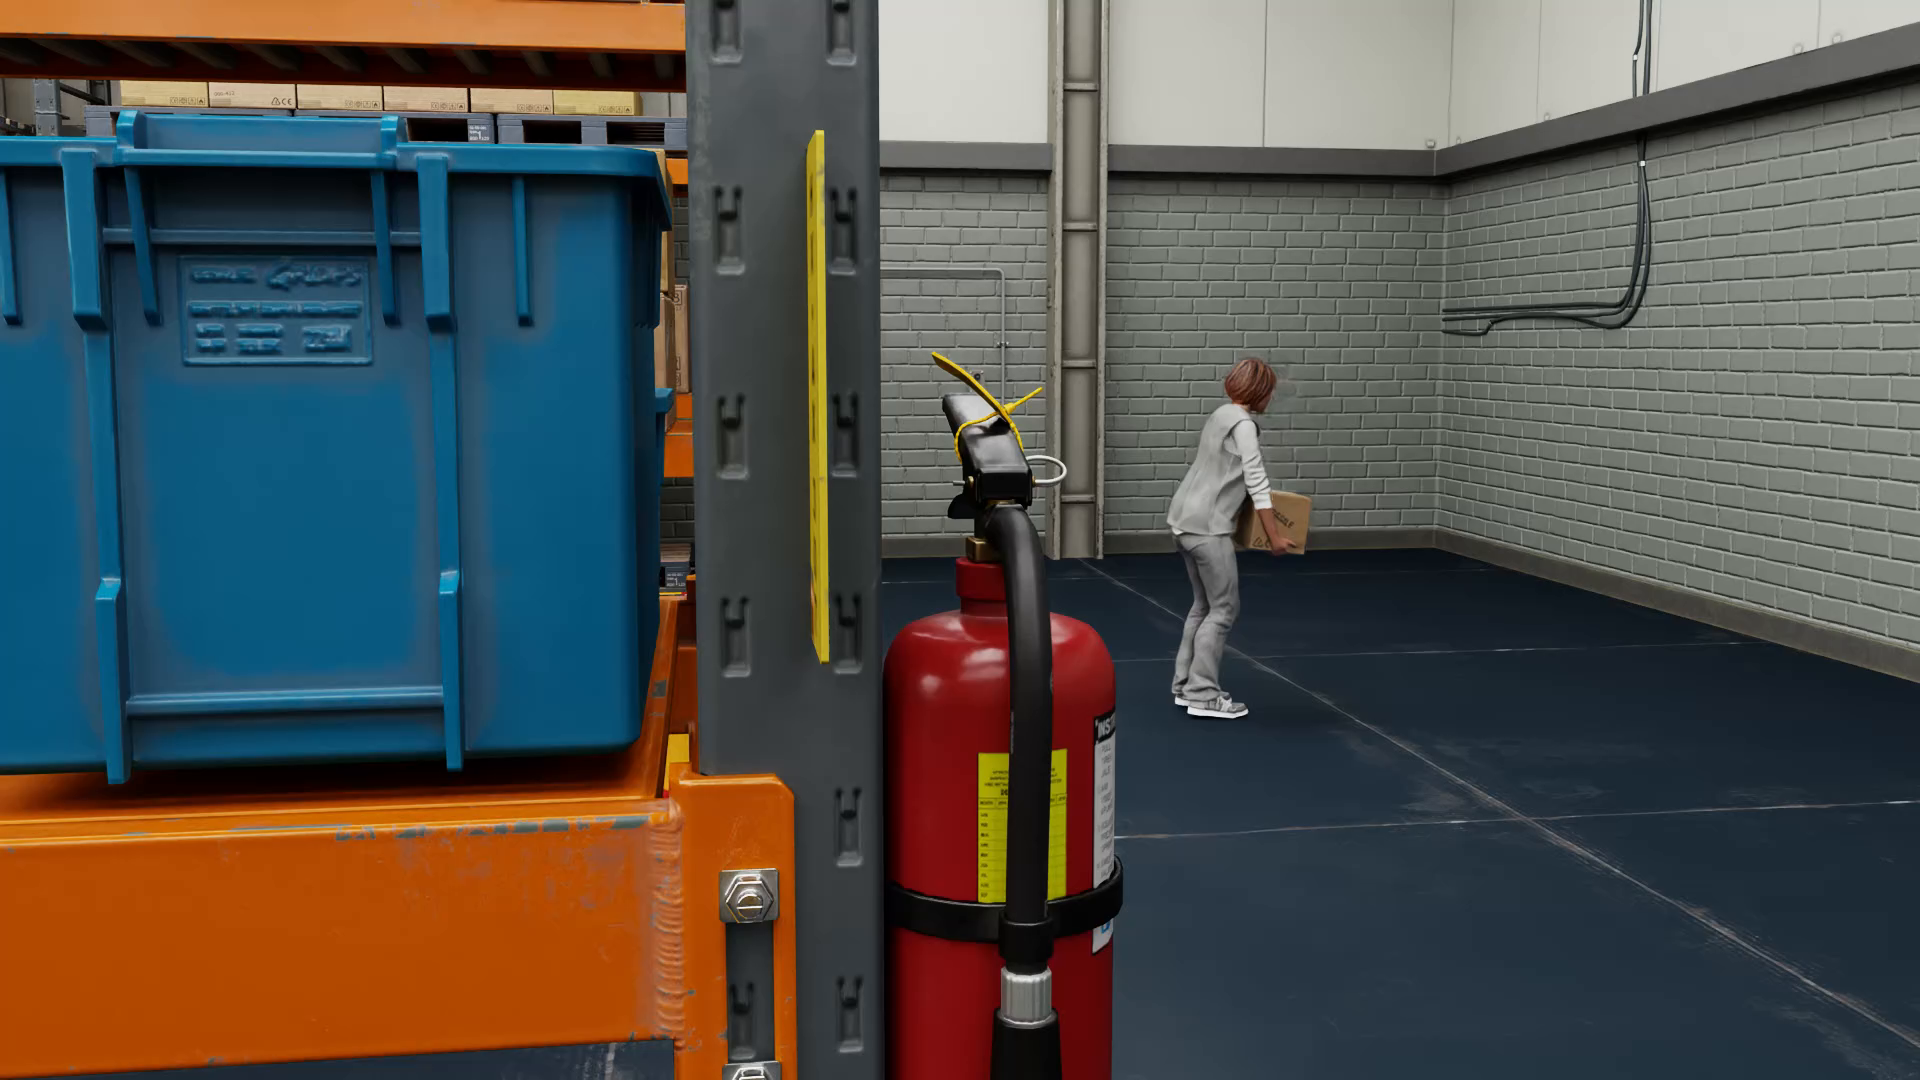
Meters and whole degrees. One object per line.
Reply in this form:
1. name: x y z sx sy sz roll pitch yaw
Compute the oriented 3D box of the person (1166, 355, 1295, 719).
1. person: 1.173 -0.019 7.299 0.525 1.577 0.372 -1 7 -10
